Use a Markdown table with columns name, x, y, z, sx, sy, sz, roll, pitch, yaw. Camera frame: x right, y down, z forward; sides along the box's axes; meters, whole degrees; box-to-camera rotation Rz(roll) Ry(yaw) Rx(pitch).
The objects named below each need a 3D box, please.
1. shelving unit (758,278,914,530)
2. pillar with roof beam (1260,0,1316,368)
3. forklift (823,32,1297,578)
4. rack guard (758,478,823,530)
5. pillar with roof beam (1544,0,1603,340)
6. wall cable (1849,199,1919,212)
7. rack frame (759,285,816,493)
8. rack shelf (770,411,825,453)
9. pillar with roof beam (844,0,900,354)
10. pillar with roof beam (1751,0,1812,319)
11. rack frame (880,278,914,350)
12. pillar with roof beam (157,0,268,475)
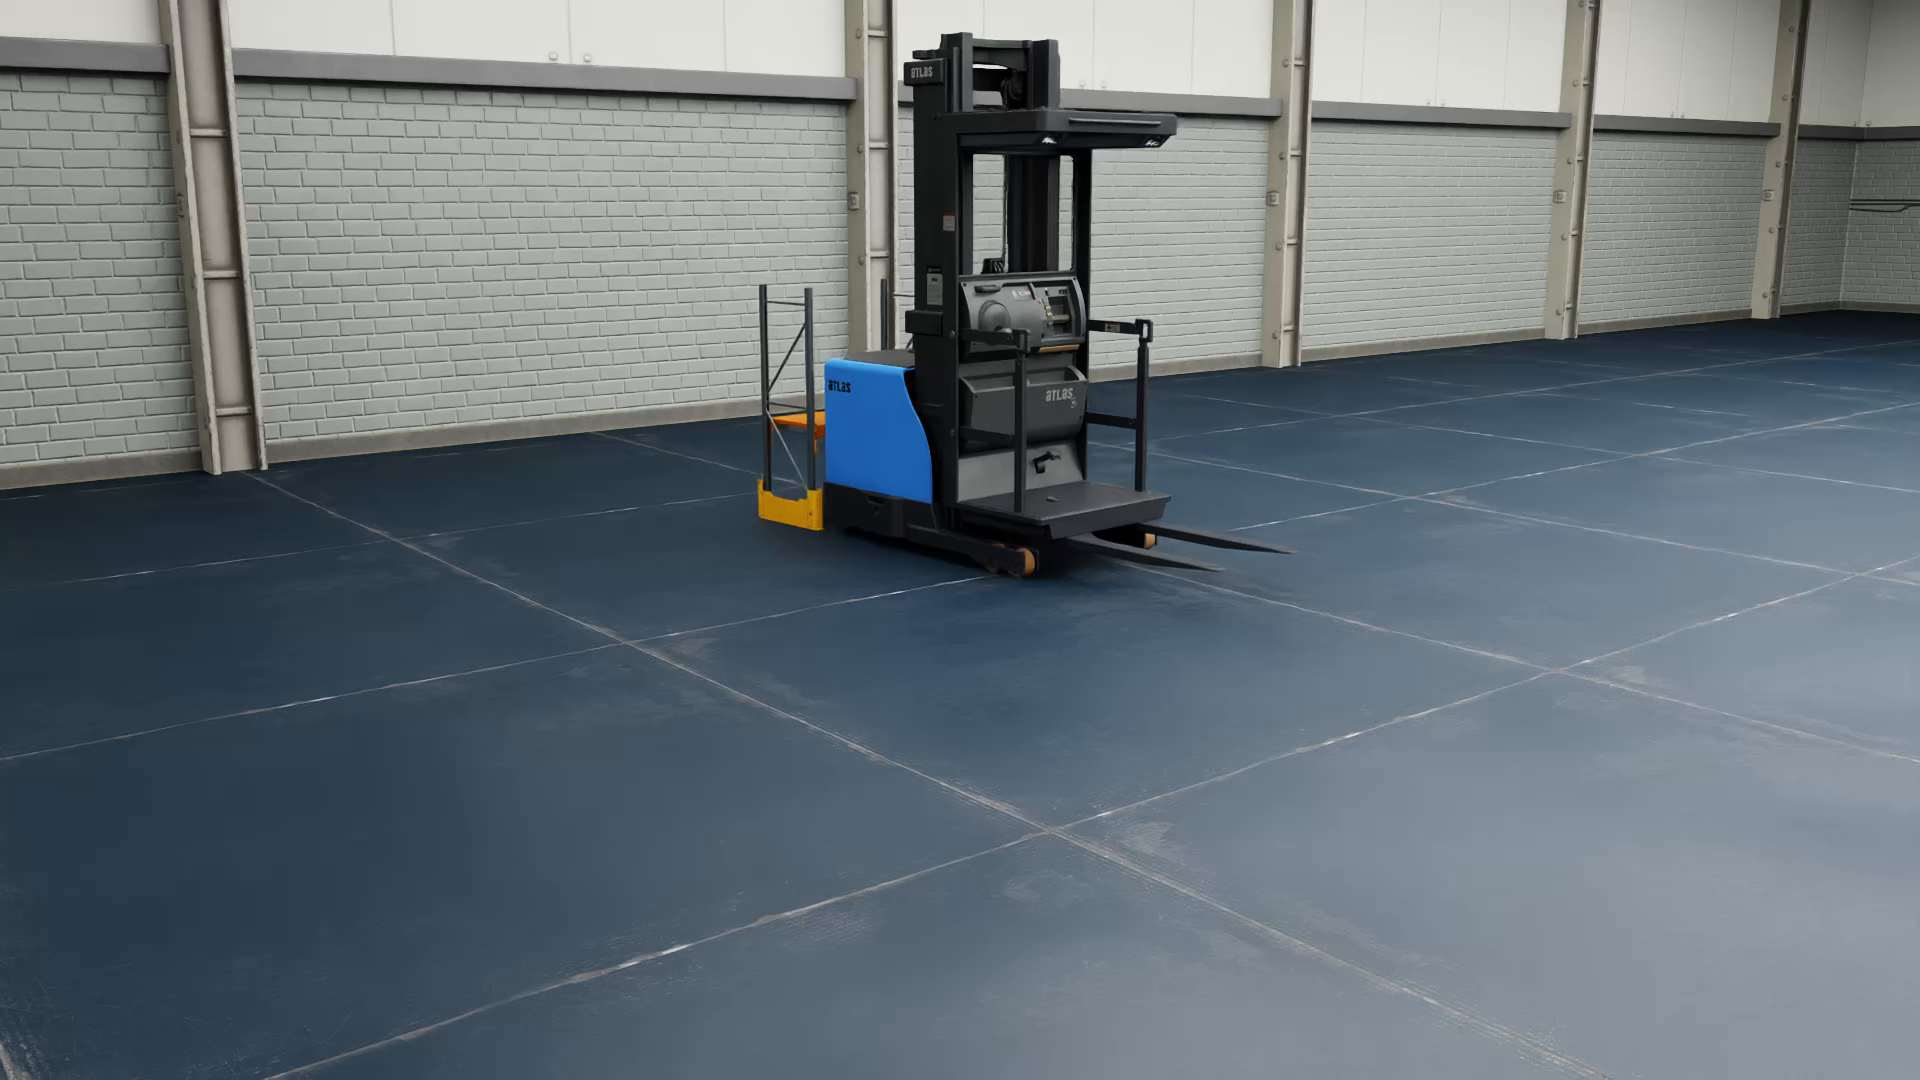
| name | x | y | z | sx | sy | sz | roll | pitch | yaw |
| --- | --- | --- | --- | --- | --- | --- | --- | --- | --- |
| shelving unit | -0.726 | -0.915 | 10.828 | 1.083 | 1.500 | 0.587 | -11 | 16 | -43 |
| pillar with roof beam | 6.540 | -5.799 | 15.775 | 0.400 | 9.000 | 9.100 | -9 | 15 | -38 |
| forklift | 0.513 | -1.342 | 9.393 | 1.130 | 2.935 | 3.031 | -11 | 16 | -41 |
| rack guard | -1.085 | -0.232 | 10.620 | 0.087 | 0.250 | 0.587 | -11 | 16 | -43 |
| pillar with roof beam | 11.225 | -6.578 | 19.441 | 0.400 | 9.000 | 9.100 | -9 | 15 | -38 |
| wall cable | 16.347 | -6.703 | 27.509 | 0.112 | 2.526 | 3.097 | -9 | 15 | -38 |
| rack frame | -1.086 | -0.843 | 10.490 | 0.032 | 1.500 | 0.500 | -11 | 16 | -43 |
| rack shelf | -0.720 | -0.741 | 10.872 | 1.000 | 0.185 | 0.538 | -11 | 16 | -43 |
| pillar with roof beam | 1.855 | -5.021 | 12.108 | 0.400 | 9.000 | 9.100 | -9 | 15 | -38 |
| pillar with roof beam | 15.910 | -7.356 | 23.108 | 0.400 | 9.000 | 9.100 | -9 | 15 | -38 |
| rack frame | -0.353 | -0.990 | 11.179 | 0.032 | 1.500 | 0.500 | -11 | 16 | -43 |
| pillar with roof beam | -2.830 | -4.242 | 8.442 | 0.400 | 9.000 | 9.100 | -9 | 15 | -38 |
